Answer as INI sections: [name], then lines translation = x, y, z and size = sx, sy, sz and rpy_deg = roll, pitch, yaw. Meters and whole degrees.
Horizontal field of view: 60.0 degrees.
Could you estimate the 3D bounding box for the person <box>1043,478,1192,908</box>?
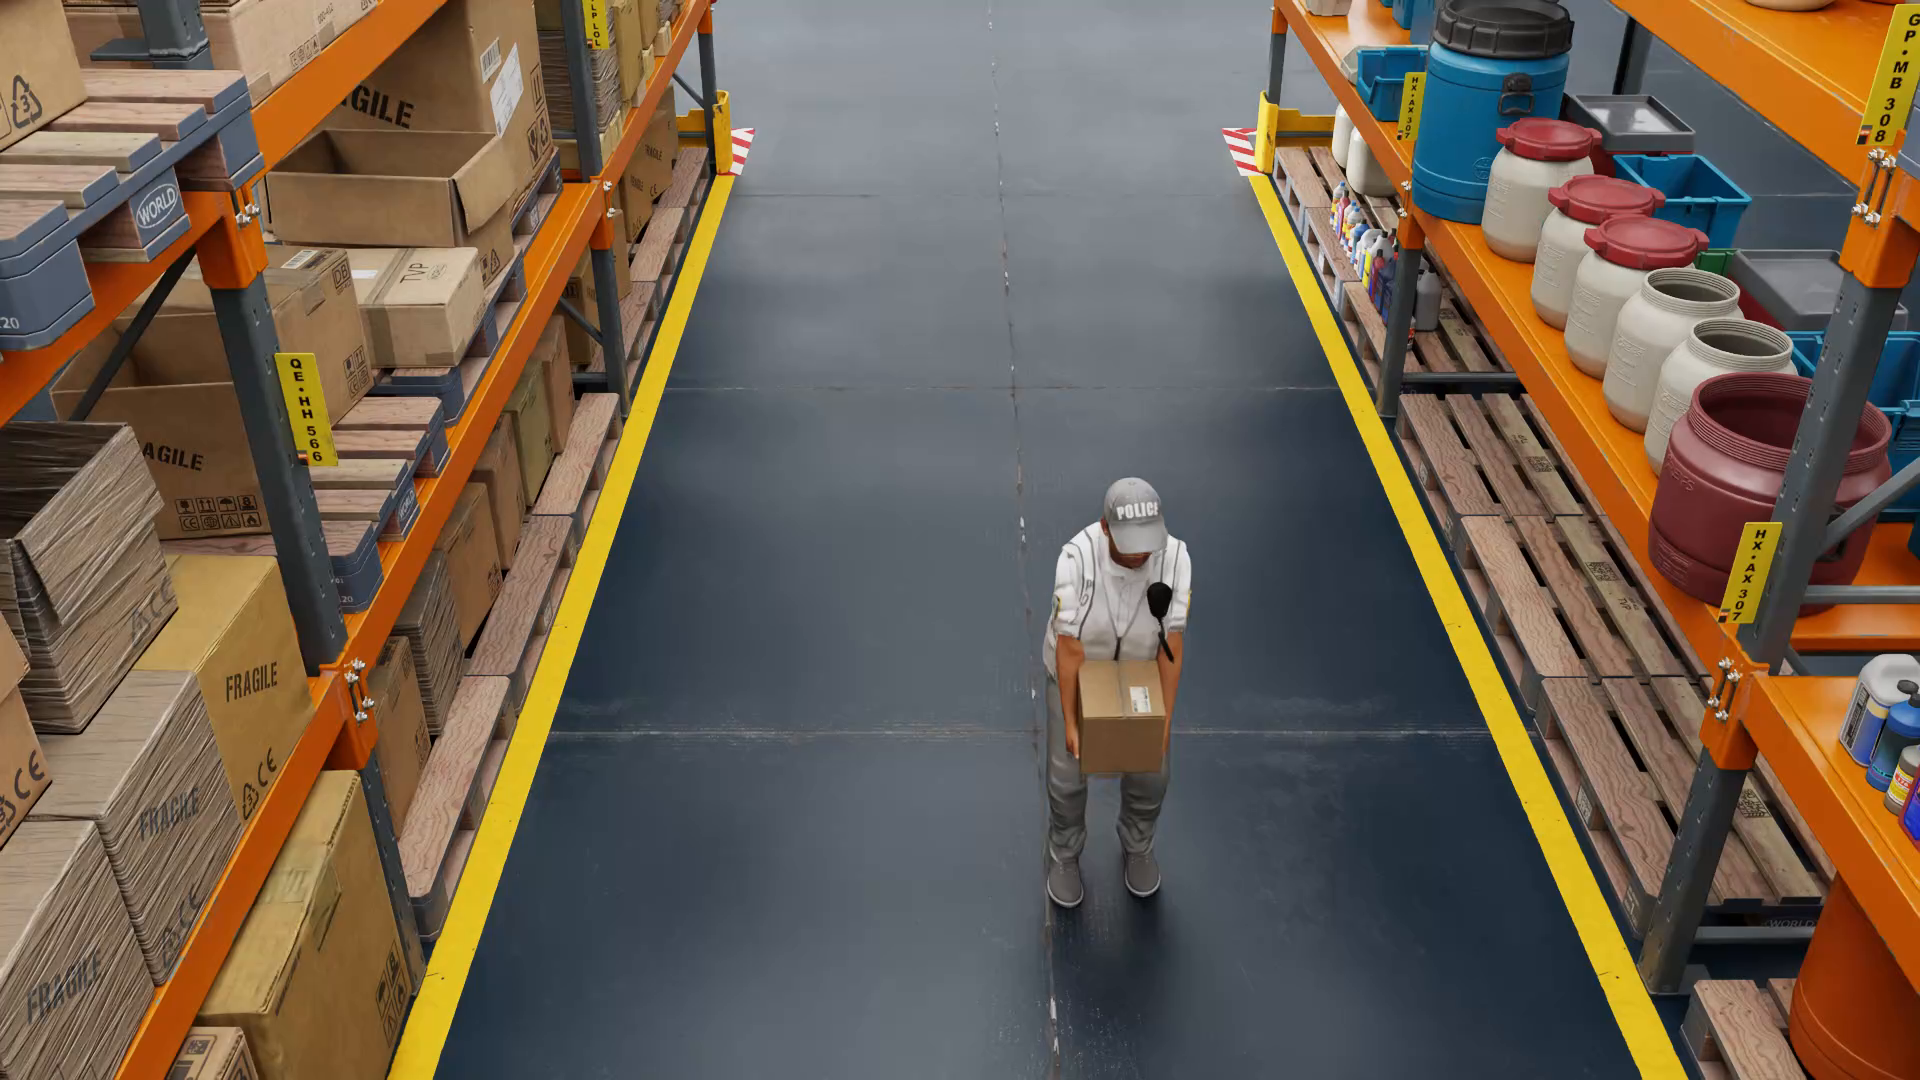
[person]
translation = 0.498, 0.488, 5.378
size = 0.452, 1.638, 0.582
rpy_deg = -1, 32, -1
